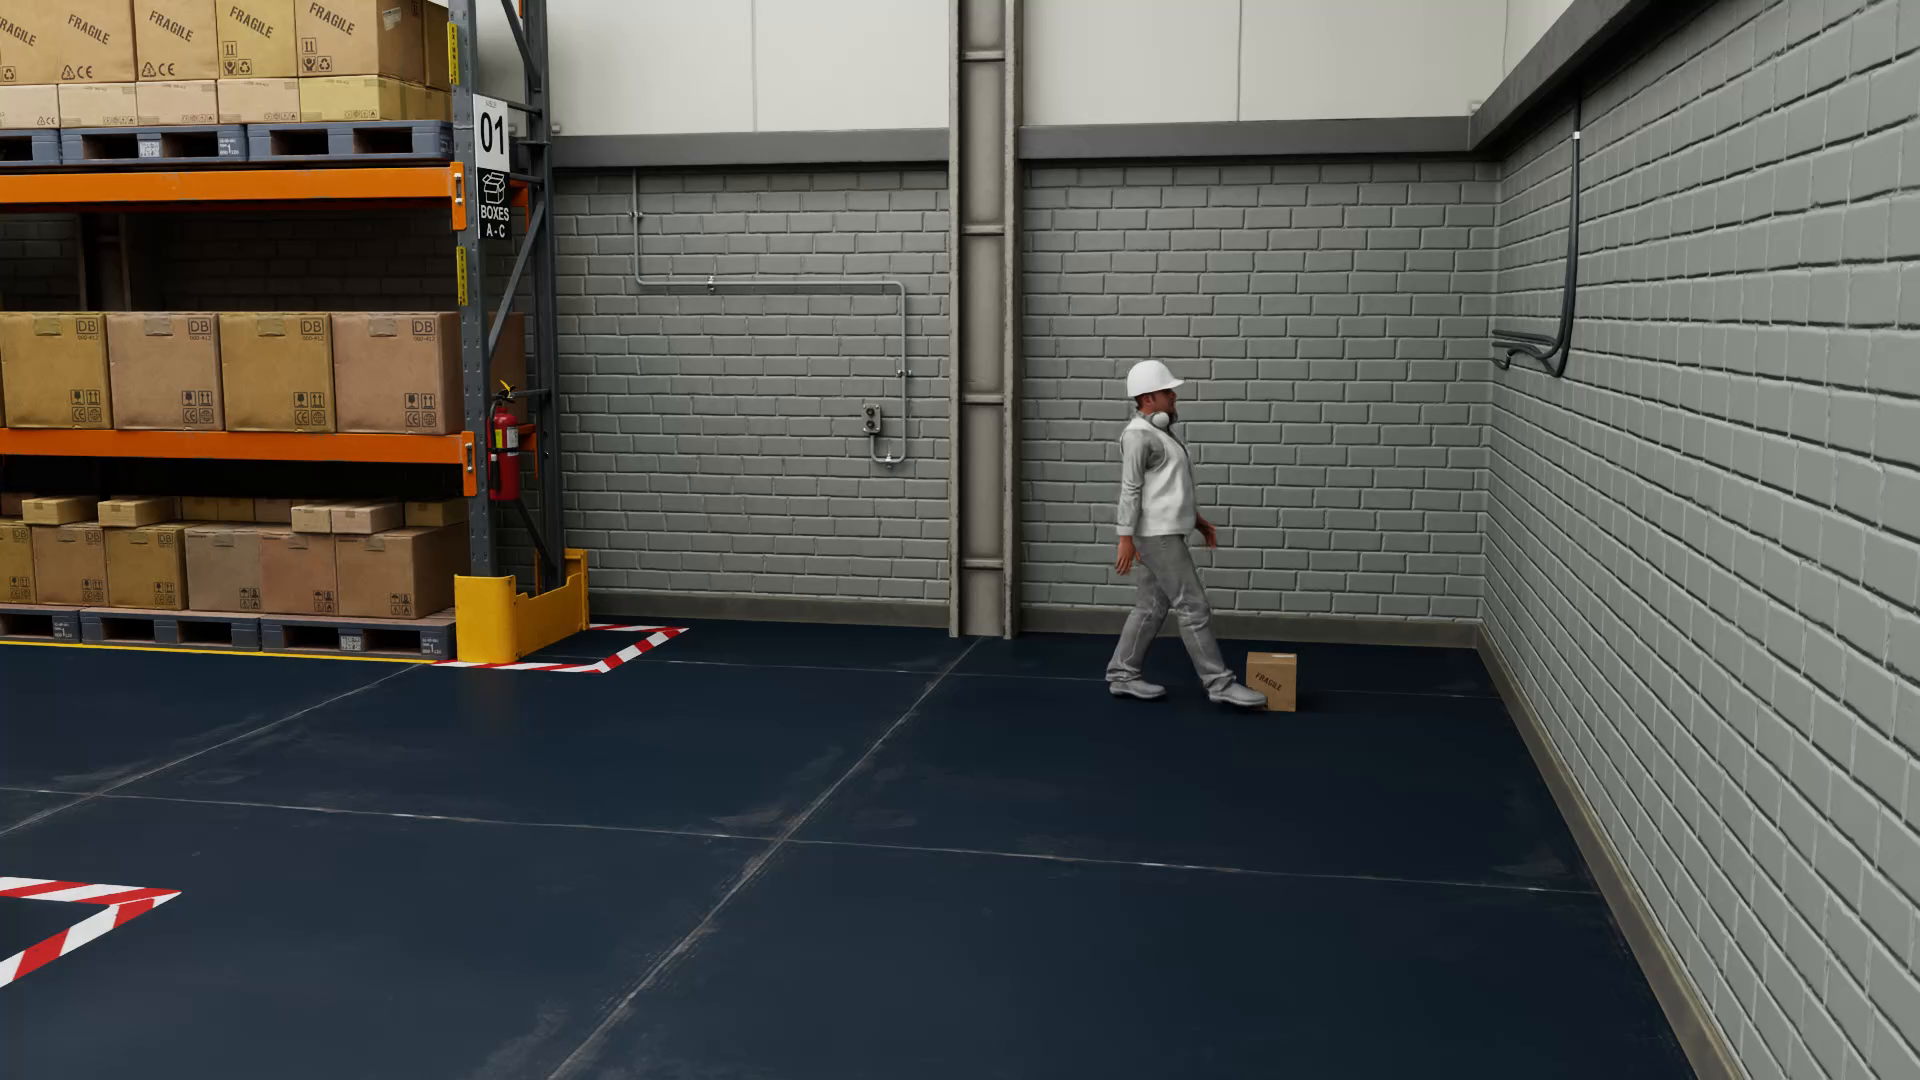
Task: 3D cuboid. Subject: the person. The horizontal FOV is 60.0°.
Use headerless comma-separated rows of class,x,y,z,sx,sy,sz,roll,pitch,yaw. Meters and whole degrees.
person,1.166,-0.038,8.478,0.849,1.749,0.587,2,8,14
